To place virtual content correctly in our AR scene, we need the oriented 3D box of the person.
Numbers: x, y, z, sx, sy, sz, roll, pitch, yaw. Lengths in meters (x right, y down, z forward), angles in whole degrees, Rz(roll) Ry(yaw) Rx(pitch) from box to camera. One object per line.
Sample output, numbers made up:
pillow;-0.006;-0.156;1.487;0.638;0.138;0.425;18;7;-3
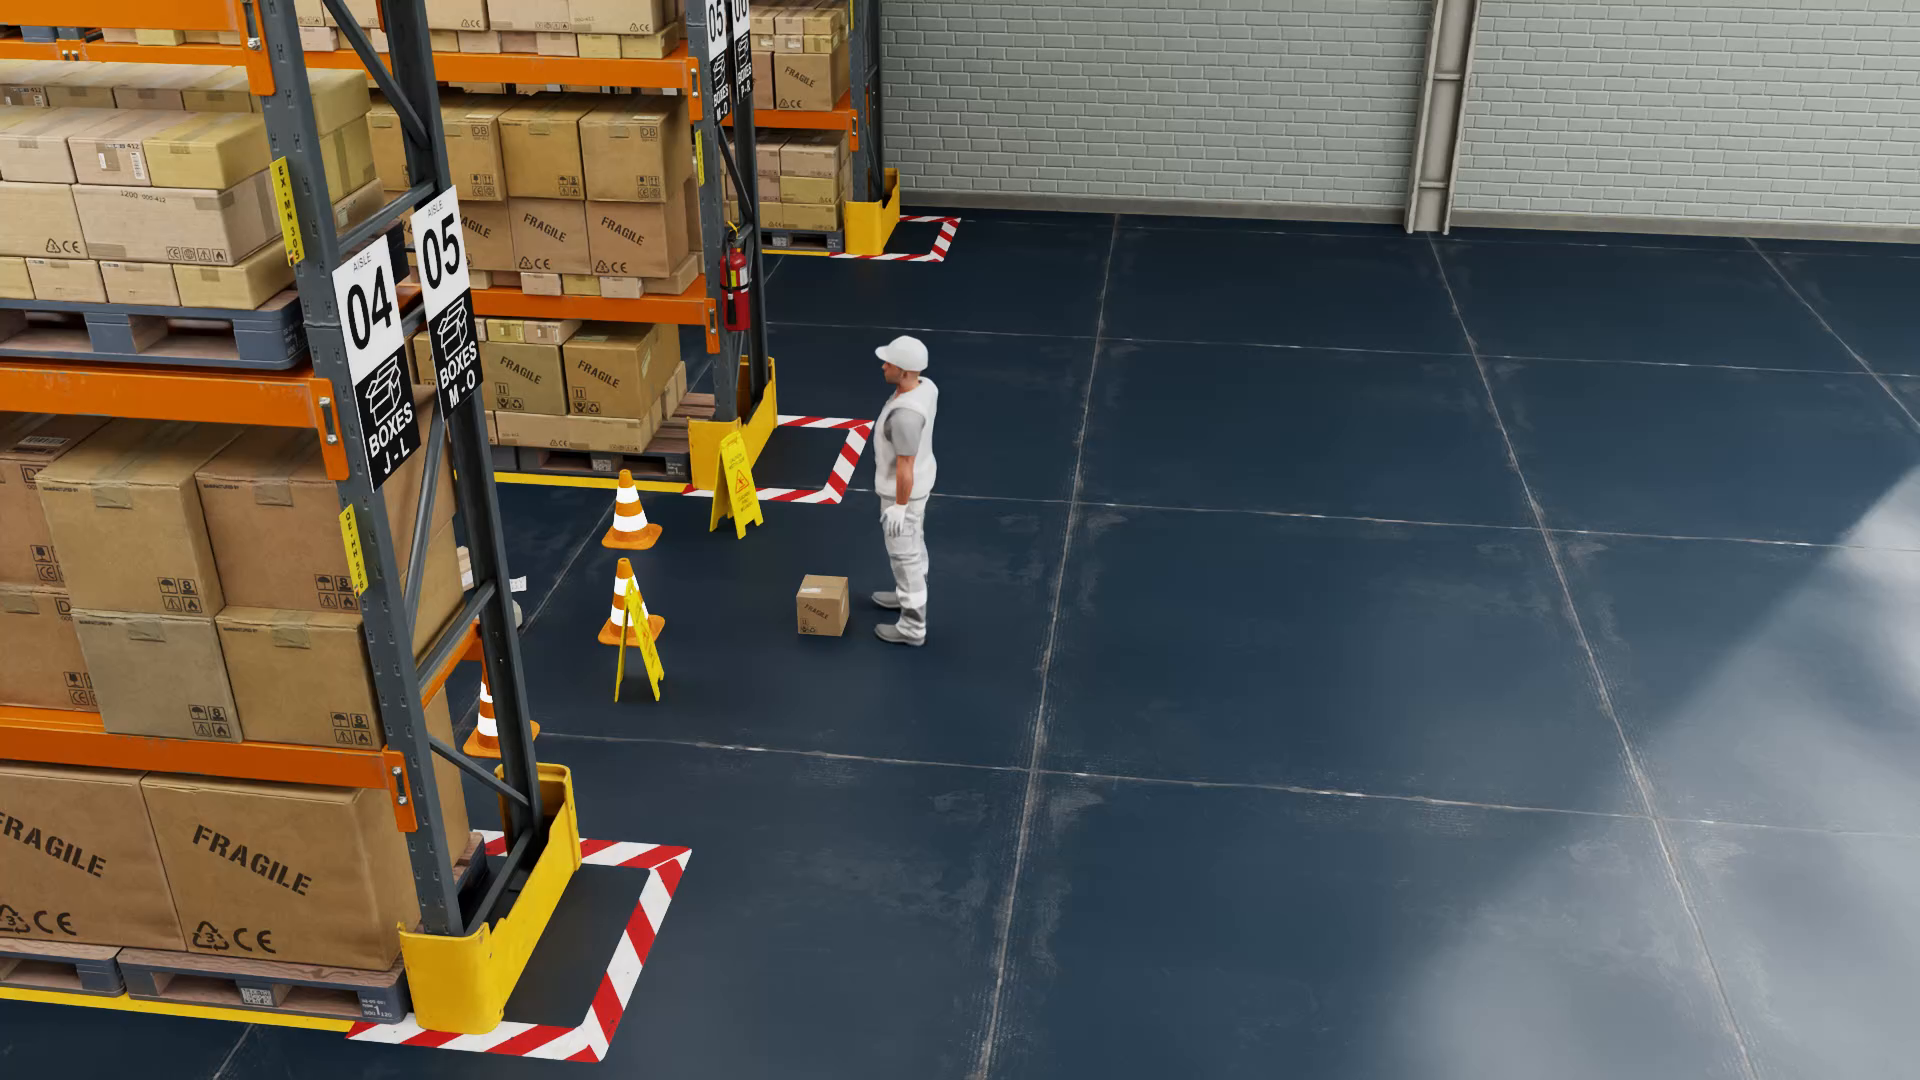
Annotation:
person;-0.350;-0.285;9.118;0.440;1.793;0.576;6;29;11
